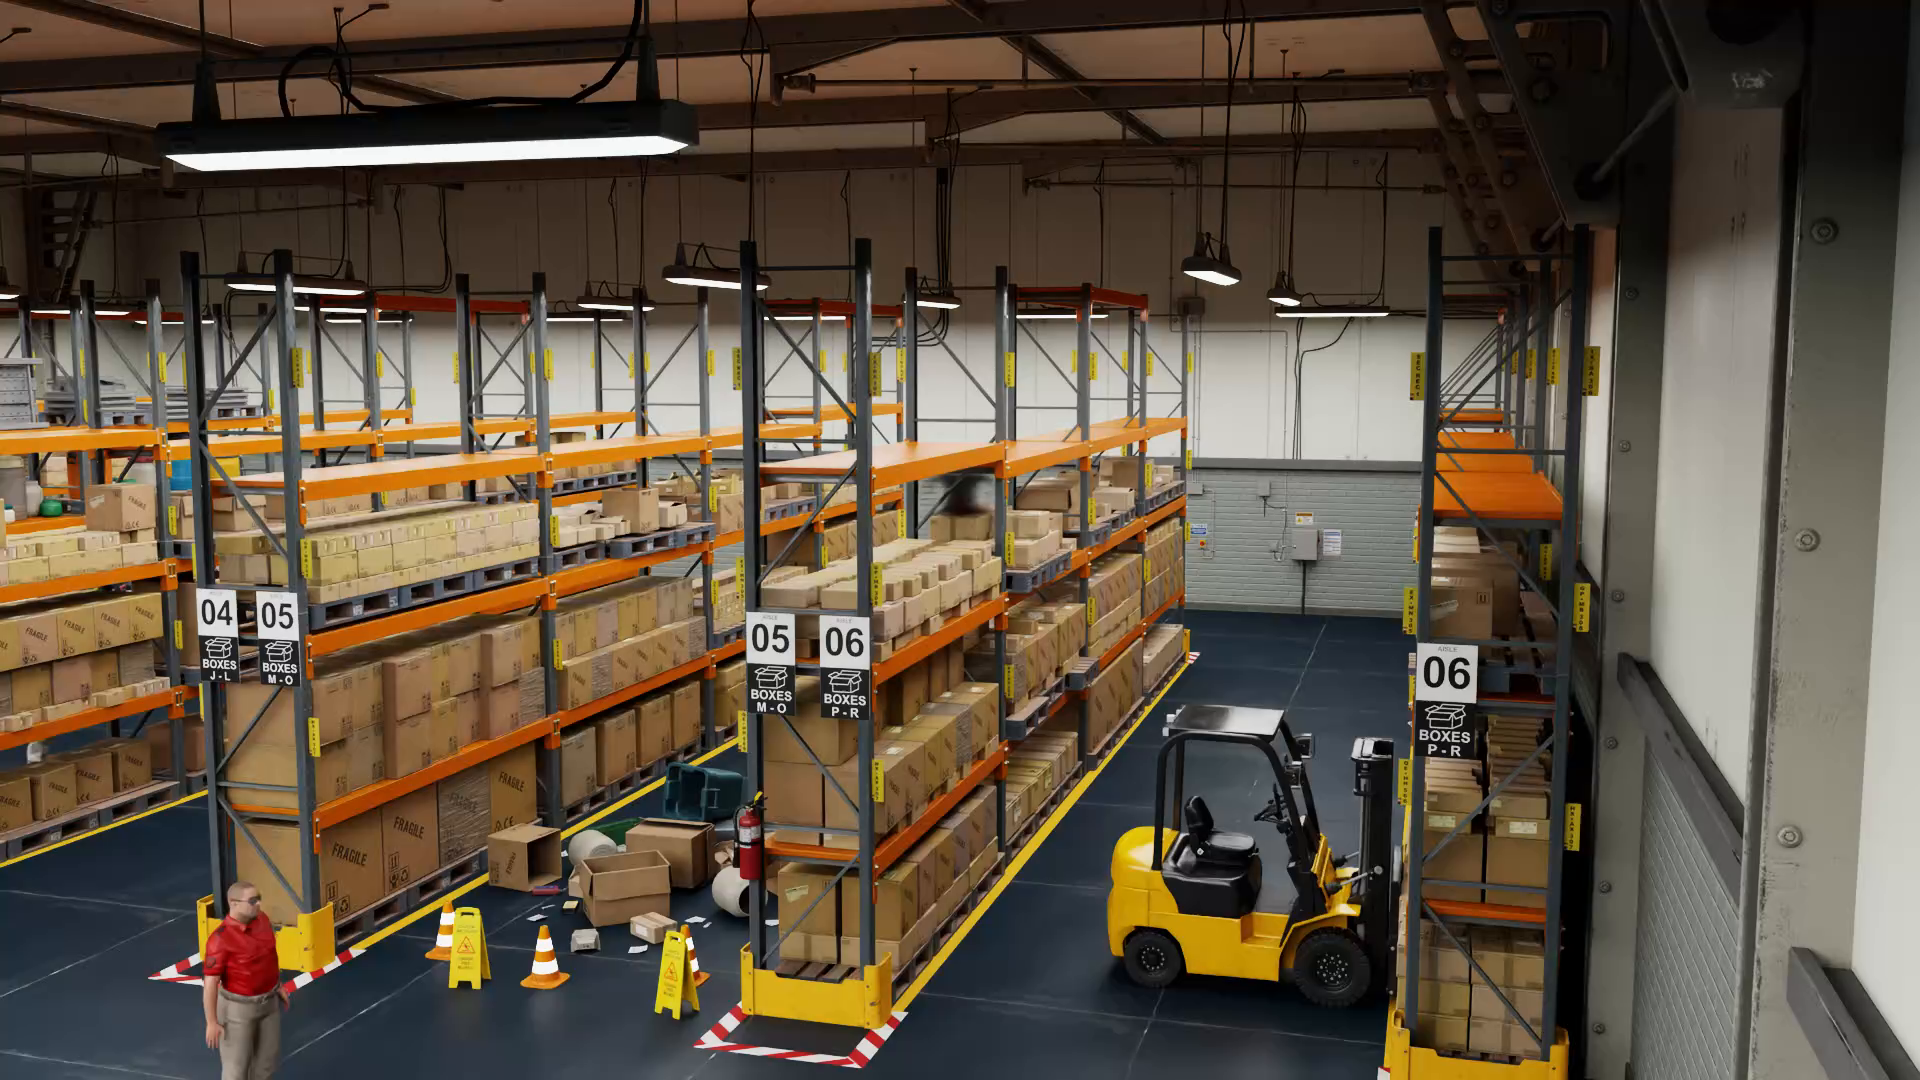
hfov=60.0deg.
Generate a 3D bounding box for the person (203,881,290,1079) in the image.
[{"bbox_3d":[-4.689,3.088,10.968,0.374,1.733,0.646,2,7,19],"label":"person"}]

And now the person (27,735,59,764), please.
[{"bbox_3d":[-11.190,2.018,20.166,0.431,1.795,0.567,-1,6,-8],"label":"person"}]
